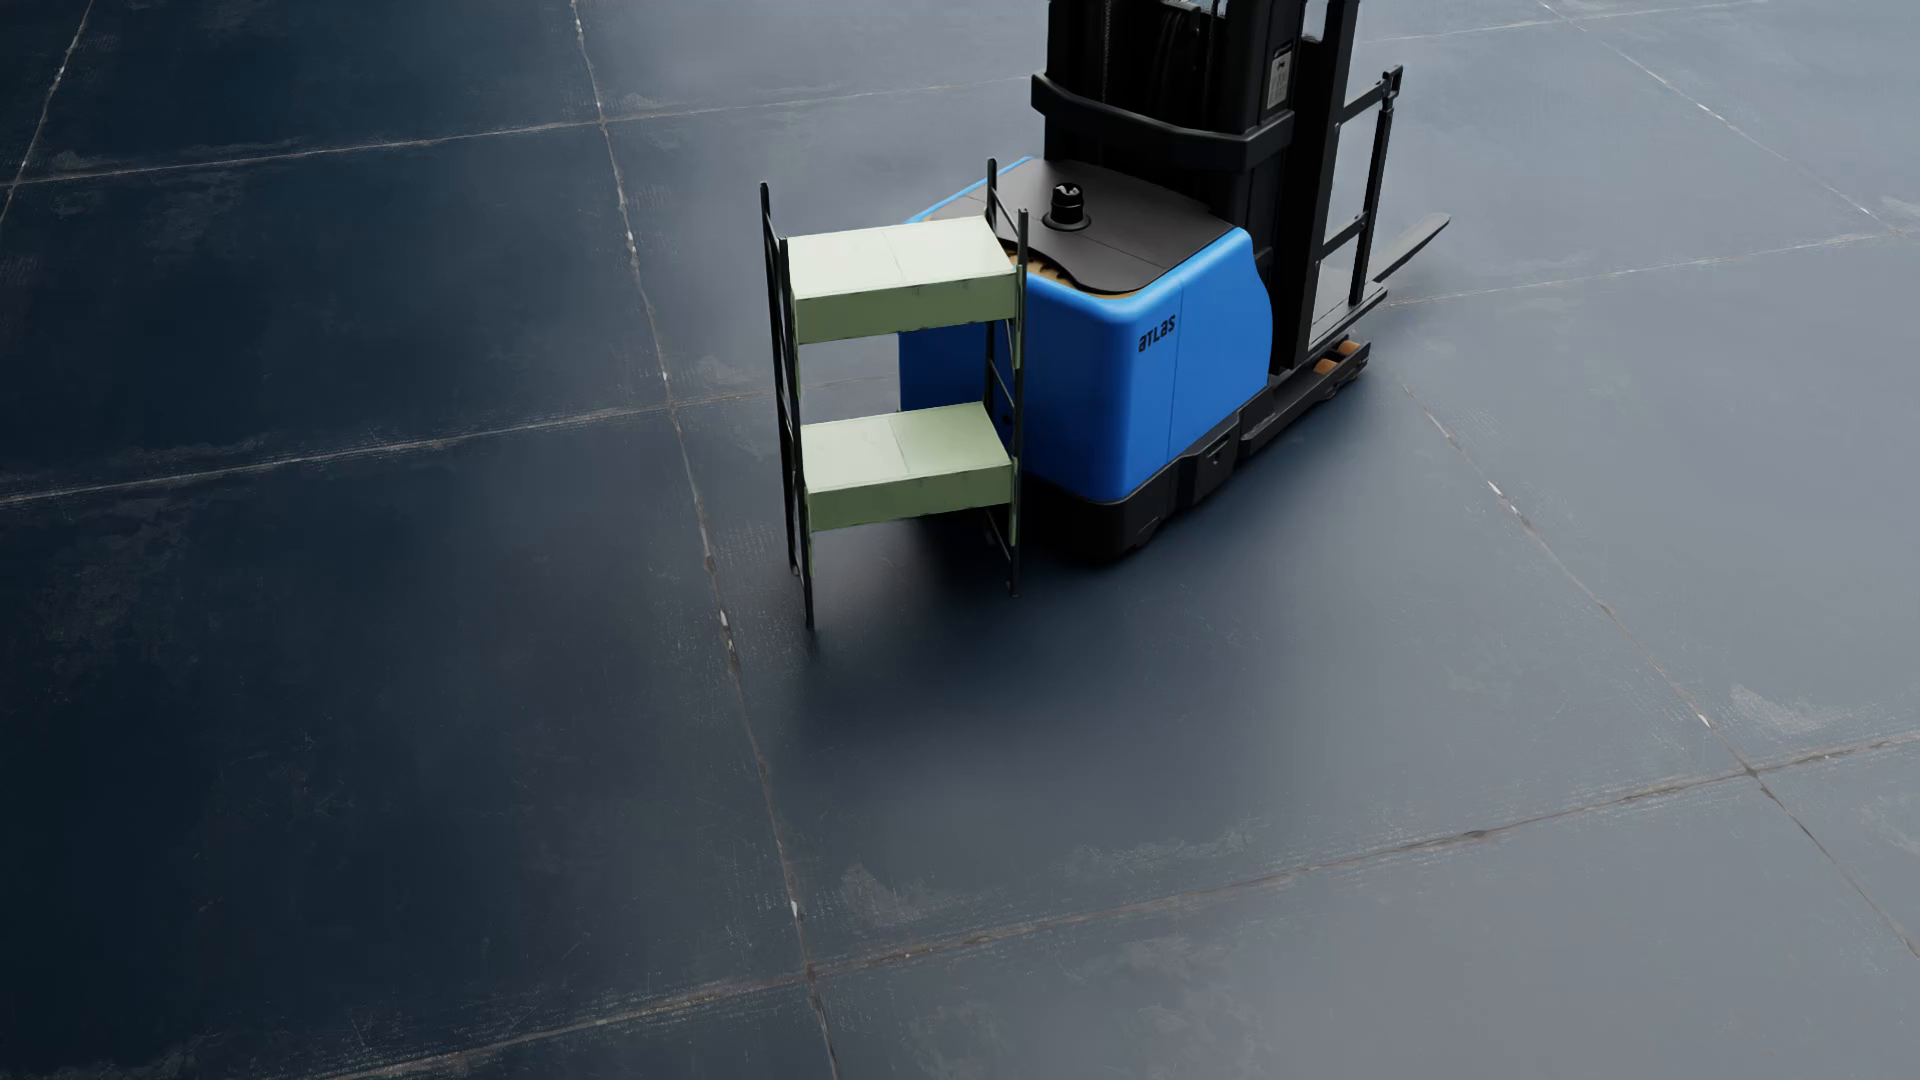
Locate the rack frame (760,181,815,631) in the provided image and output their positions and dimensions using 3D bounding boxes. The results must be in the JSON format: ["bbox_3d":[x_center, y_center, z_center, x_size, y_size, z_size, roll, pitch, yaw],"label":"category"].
[{"bbox_3d":[-0.563,-0.399,5.461,0.023,1.500,0.400,-9,38,-11],"label":"rack frame"}]

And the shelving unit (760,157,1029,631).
[{"bbox_3d":[-0.208,-0.453,5.531,0.755,1.500,0.431,-9,38,-11],"label":"shelving unit"}]

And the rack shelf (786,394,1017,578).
[{"bbox_3d":[-0.208,-0.194,5.730,0.720,0.370,0.431,-9,38,-11],"label":"rack shelf"}]

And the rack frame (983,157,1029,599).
[{"bbox_3d":[0.147,-0.507,5.602,0.023,1.500,0.400,-9,38,-11],"label":"rack frame"}]

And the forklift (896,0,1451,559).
[{"bbox_3d":[1.082,-1.926,6.279,1.130,2.935,3.031,27,45,30],"label":"forklift"}]

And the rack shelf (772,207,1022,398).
[{"bbox_3d":[-0.208,-0.763,5.294,0.720,0.370,0.431,-9,38,-11],"label":"rack shelf"}]
